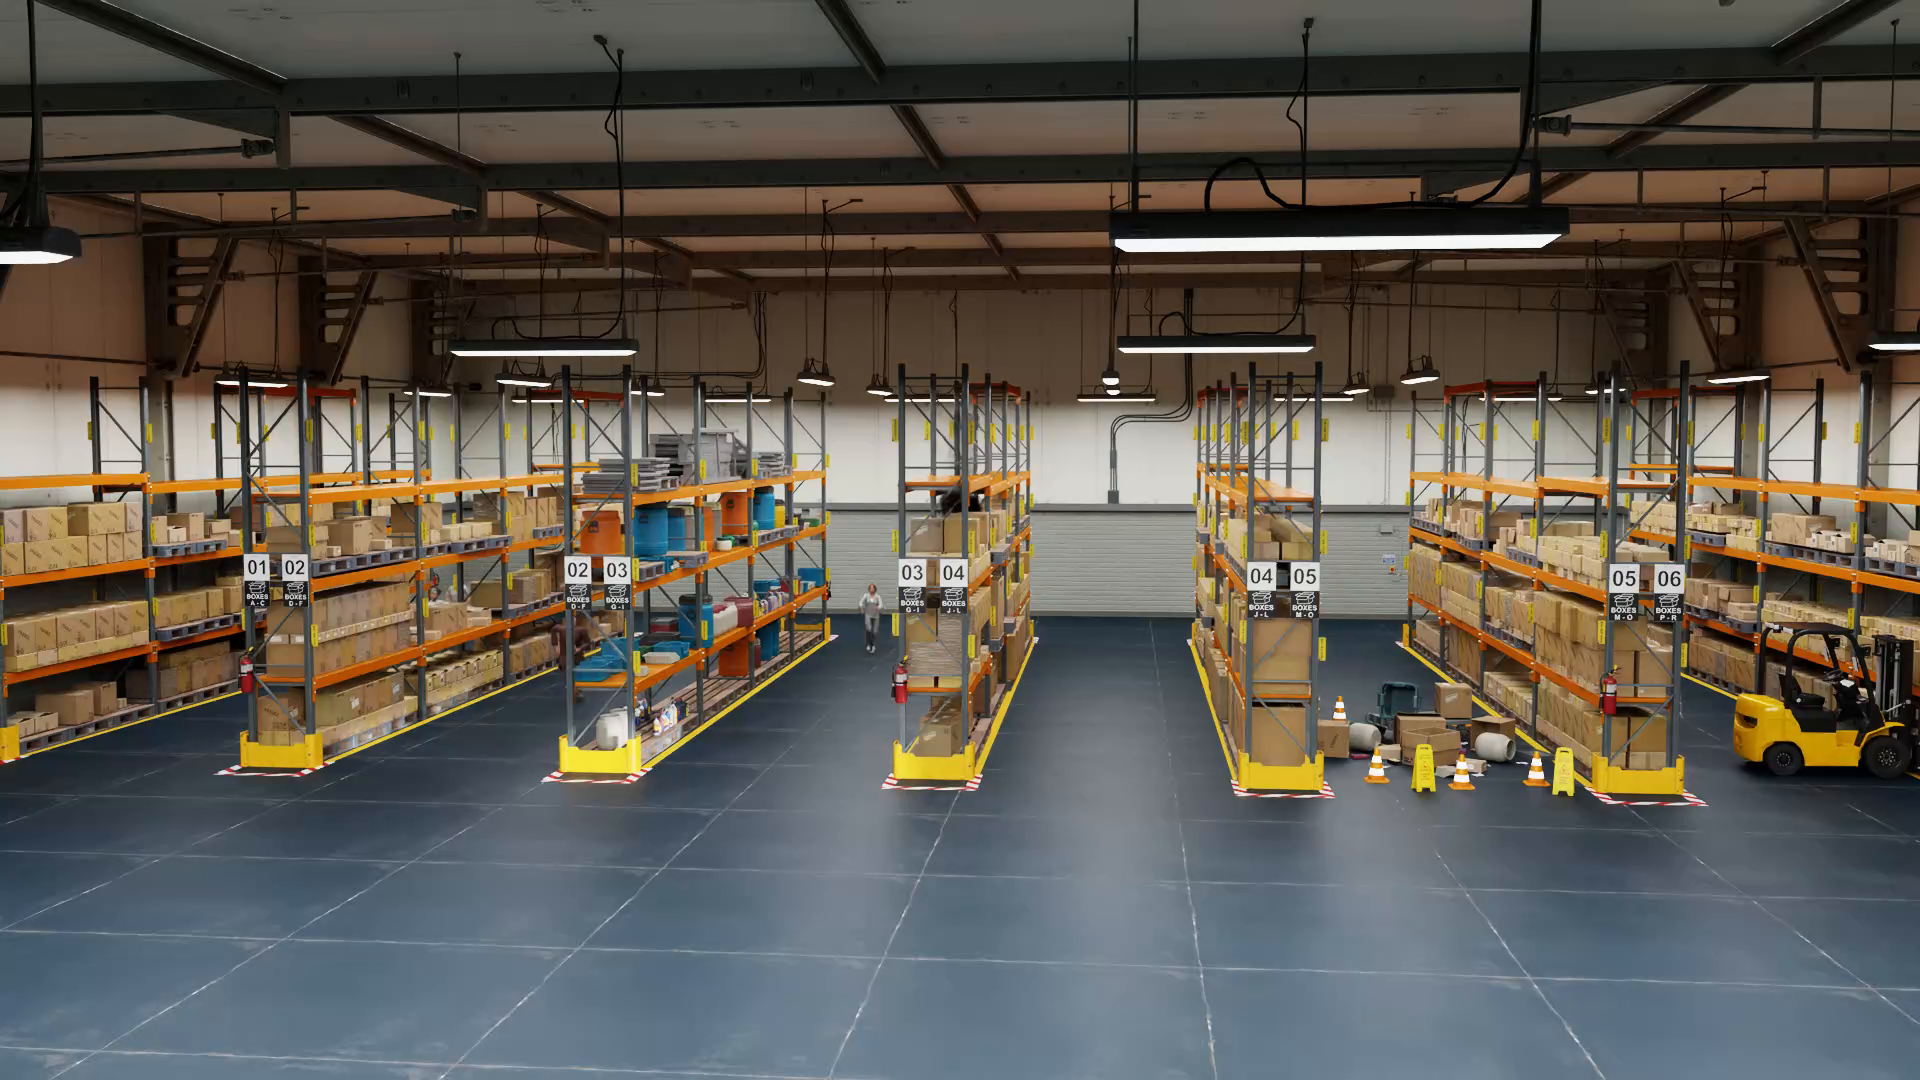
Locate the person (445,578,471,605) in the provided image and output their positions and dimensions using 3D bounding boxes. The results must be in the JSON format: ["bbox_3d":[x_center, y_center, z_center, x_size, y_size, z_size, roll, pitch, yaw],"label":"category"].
[{"bbox_3d":[-11.961,1.649,39.555,0.570,1.635,0.553,0,4,1],"label":"person"}]

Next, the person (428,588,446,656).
[{"bbox_3d":[-11.398,1.864,36.091,0.604,1.654,0.538,0,4,7],"label":"person"}]

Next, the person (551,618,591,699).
[{"bbox_3d":[-7.144,2.220,30.632,0.752,1.744,1.047,0,4,-5],"label":"person"}]

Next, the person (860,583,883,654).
[{"bbox_3d":[-2.006,1.780,37.727,0.506,1.592,0.662,-1,4,-9],"label":"person"}]
